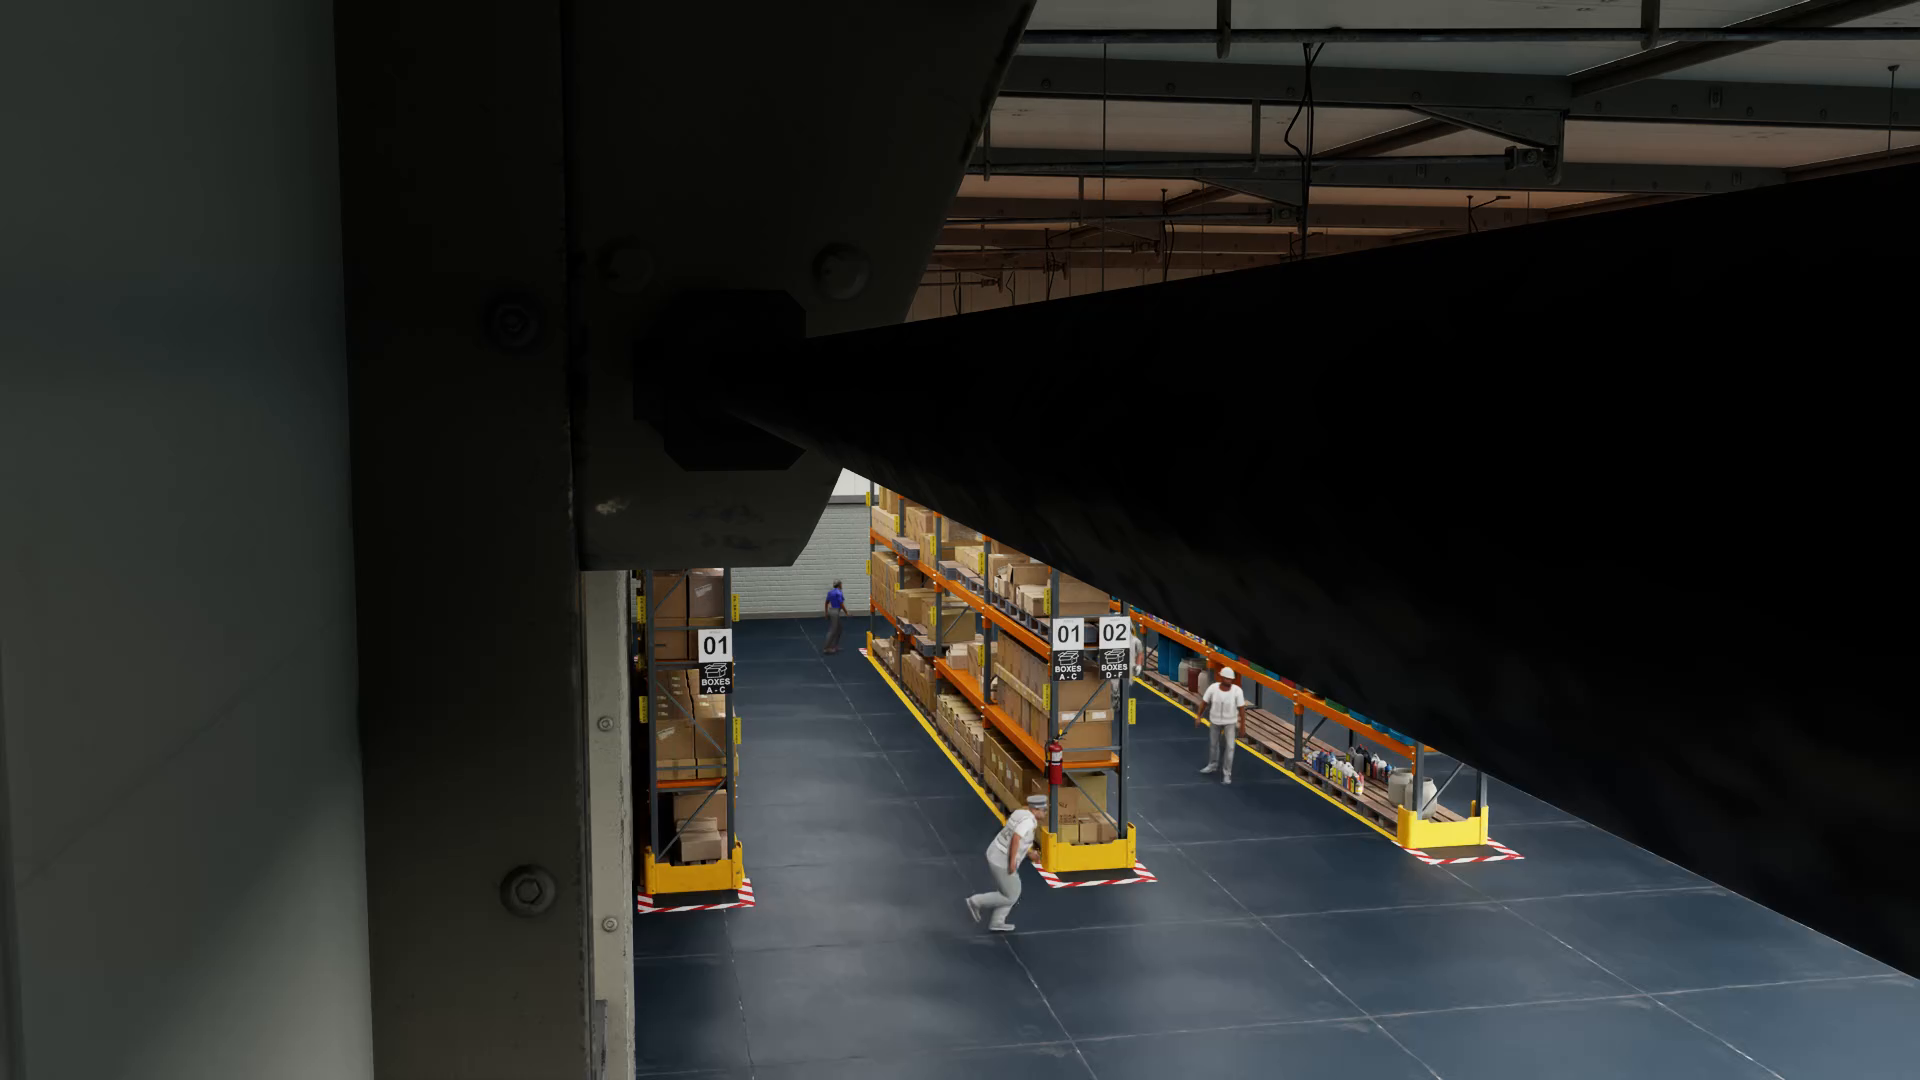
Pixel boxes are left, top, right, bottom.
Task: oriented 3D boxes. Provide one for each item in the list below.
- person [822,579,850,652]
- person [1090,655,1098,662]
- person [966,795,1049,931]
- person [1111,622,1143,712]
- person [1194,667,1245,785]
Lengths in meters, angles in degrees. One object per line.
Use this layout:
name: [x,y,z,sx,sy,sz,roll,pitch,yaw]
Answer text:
person: [-2.815,1.675,37.015,0.675,1.613,0.576,-3,7,-29]
person: [2.651,1.984,33.813,0.719,1.596,1.116,2,6,20]
person: [0.532,3.636,18.579,0.936,1.553,0.682,-1,6,-6]
person: [3.004,2.310,30.203,0.647,1.721,0.689,1,6,7]
person: [3.991,2.806,25.507,0.755,1.759,0.768,2,6,19]
